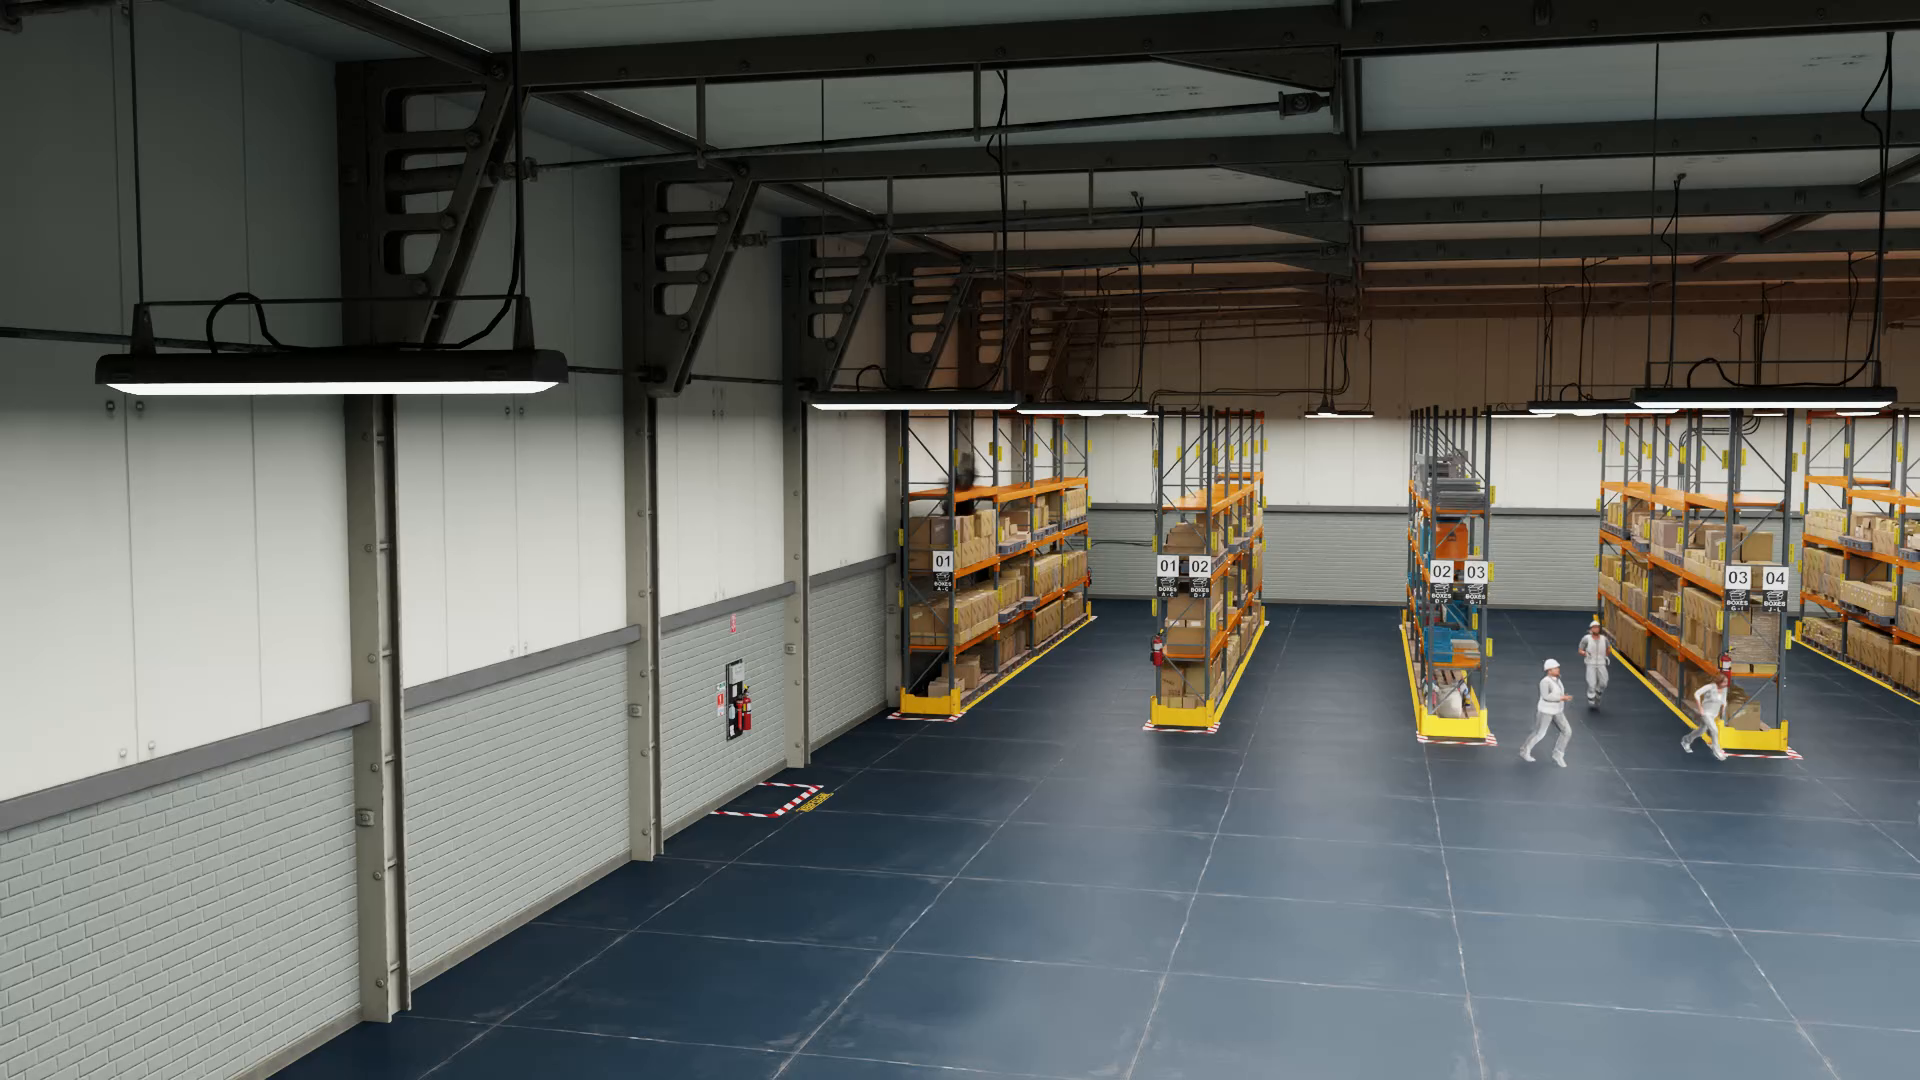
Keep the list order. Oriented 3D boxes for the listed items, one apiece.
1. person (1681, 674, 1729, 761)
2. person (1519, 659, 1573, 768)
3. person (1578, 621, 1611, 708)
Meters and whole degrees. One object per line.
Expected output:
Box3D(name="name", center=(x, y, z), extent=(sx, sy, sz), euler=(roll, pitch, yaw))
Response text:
Box3D(name="person", center=(12.690, 2.964, 28.314), extent=(0.544, 1.483, 0.902), euler=(-1, 4, -17))
Box3D(name="person", center=(9.762, 2.866, 27.551), extent=(0.662, 1.814, 0.886), euler=(-3, 5, -39))
Box3D(name="person", center=(12.581, 2.479, 32.868), extent=(0.643, 1.741, 0.581), euler=(1, 4, 8))
